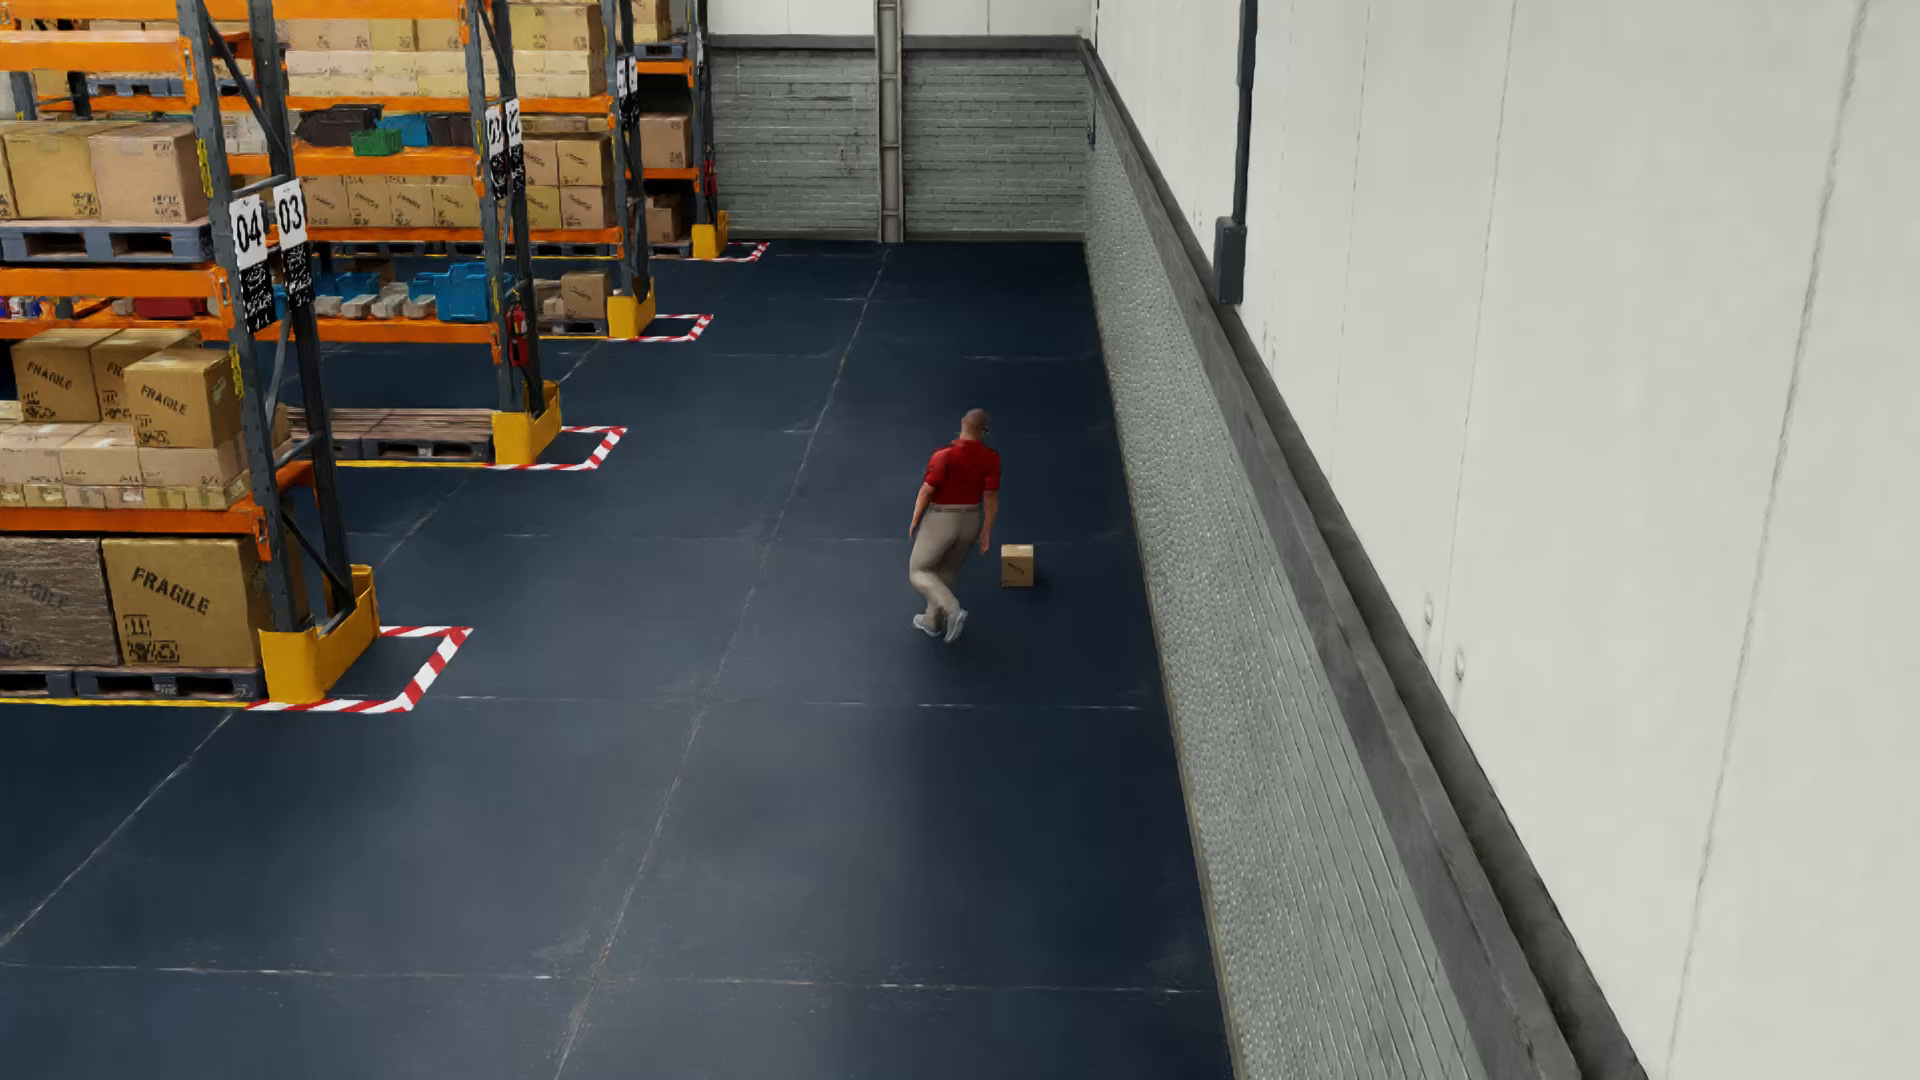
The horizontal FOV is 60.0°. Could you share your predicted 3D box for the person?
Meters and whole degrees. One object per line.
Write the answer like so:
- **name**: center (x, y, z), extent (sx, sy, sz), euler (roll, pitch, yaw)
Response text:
- **person**: center (-0.046, -0.101, 11.434), extent (0.609, 1.672, 0.758), euler (-10, 23, -24)
